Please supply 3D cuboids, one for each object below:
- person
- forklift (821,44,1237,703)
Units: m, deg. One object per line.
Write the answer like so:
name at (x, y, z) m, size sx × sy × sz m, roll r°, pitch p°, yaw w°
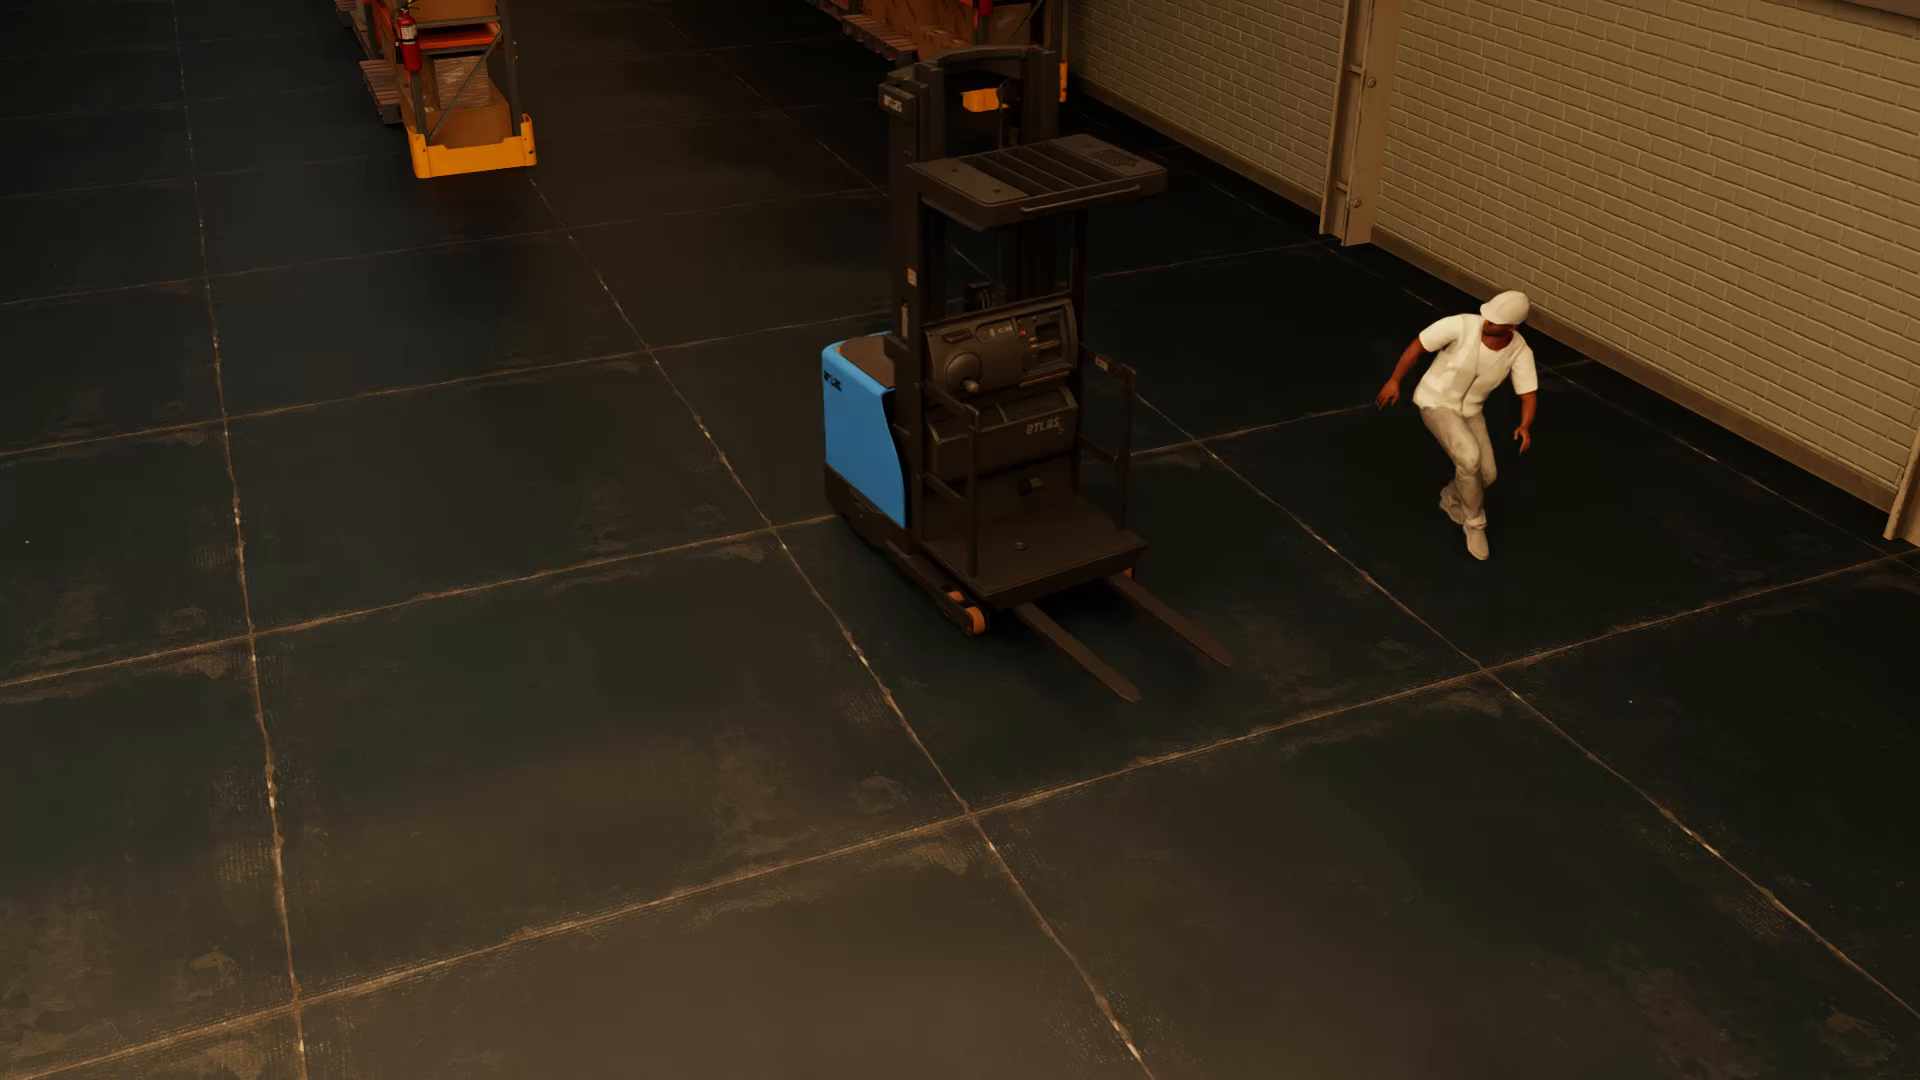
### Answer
person at (2.976, -0.720, 9.776) m, size 0.806 × 1.570 × 0.814 m, roll -7°, pitch 30°, yaw -12°
forklift at (0.348, -1.005, 8.878) m, size 1.130 × 2.935 × 3.031 m, roll -17°, pitch 34°, yaw -27°
